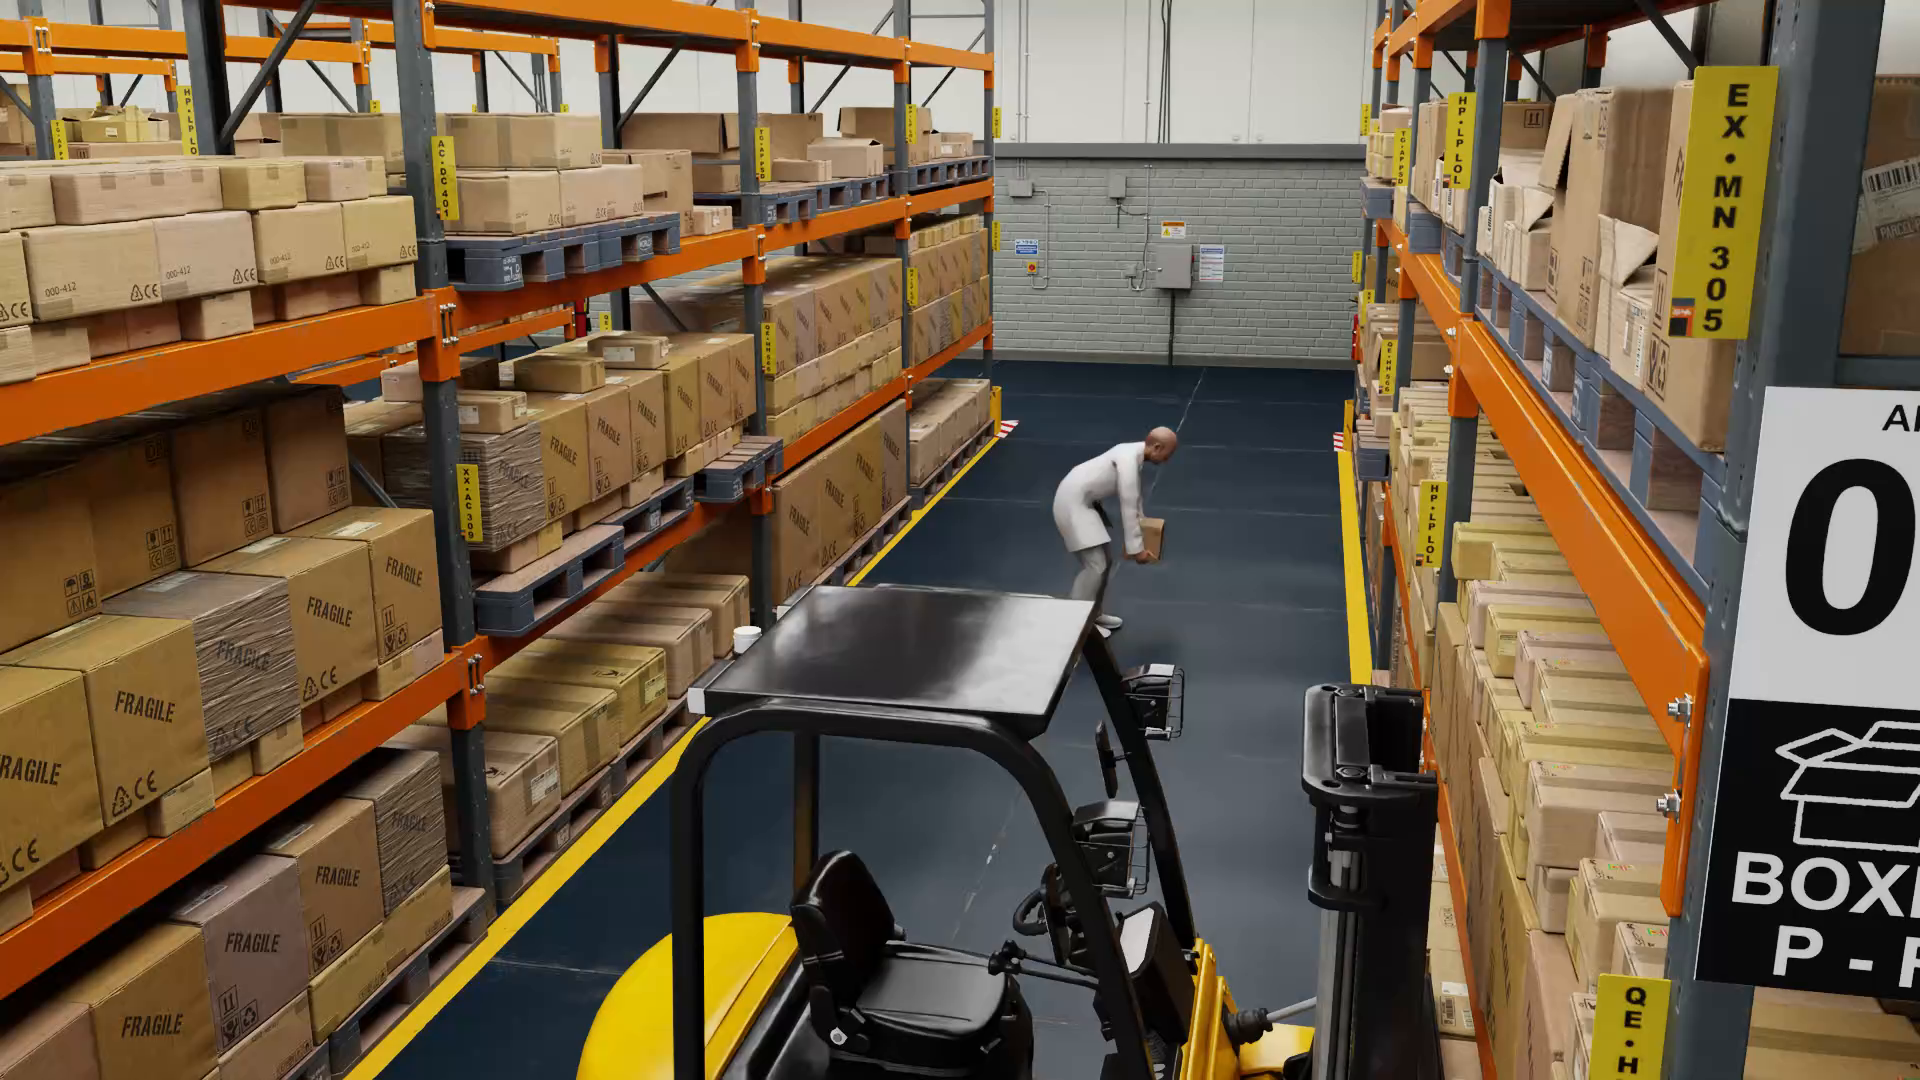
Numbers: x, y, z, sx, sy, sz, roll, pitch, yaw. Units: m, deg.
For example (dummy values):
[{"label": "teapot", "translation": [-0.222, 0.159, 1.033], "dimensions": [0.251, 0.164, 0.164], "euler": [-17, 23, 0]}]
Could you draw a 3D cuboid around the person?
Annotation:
[{"label": "person", "translation": [1.053, -0.053, 11.414], "dimensions": [0.834, 1.448, 0.550], "euler": [3, 15, 10]}]
